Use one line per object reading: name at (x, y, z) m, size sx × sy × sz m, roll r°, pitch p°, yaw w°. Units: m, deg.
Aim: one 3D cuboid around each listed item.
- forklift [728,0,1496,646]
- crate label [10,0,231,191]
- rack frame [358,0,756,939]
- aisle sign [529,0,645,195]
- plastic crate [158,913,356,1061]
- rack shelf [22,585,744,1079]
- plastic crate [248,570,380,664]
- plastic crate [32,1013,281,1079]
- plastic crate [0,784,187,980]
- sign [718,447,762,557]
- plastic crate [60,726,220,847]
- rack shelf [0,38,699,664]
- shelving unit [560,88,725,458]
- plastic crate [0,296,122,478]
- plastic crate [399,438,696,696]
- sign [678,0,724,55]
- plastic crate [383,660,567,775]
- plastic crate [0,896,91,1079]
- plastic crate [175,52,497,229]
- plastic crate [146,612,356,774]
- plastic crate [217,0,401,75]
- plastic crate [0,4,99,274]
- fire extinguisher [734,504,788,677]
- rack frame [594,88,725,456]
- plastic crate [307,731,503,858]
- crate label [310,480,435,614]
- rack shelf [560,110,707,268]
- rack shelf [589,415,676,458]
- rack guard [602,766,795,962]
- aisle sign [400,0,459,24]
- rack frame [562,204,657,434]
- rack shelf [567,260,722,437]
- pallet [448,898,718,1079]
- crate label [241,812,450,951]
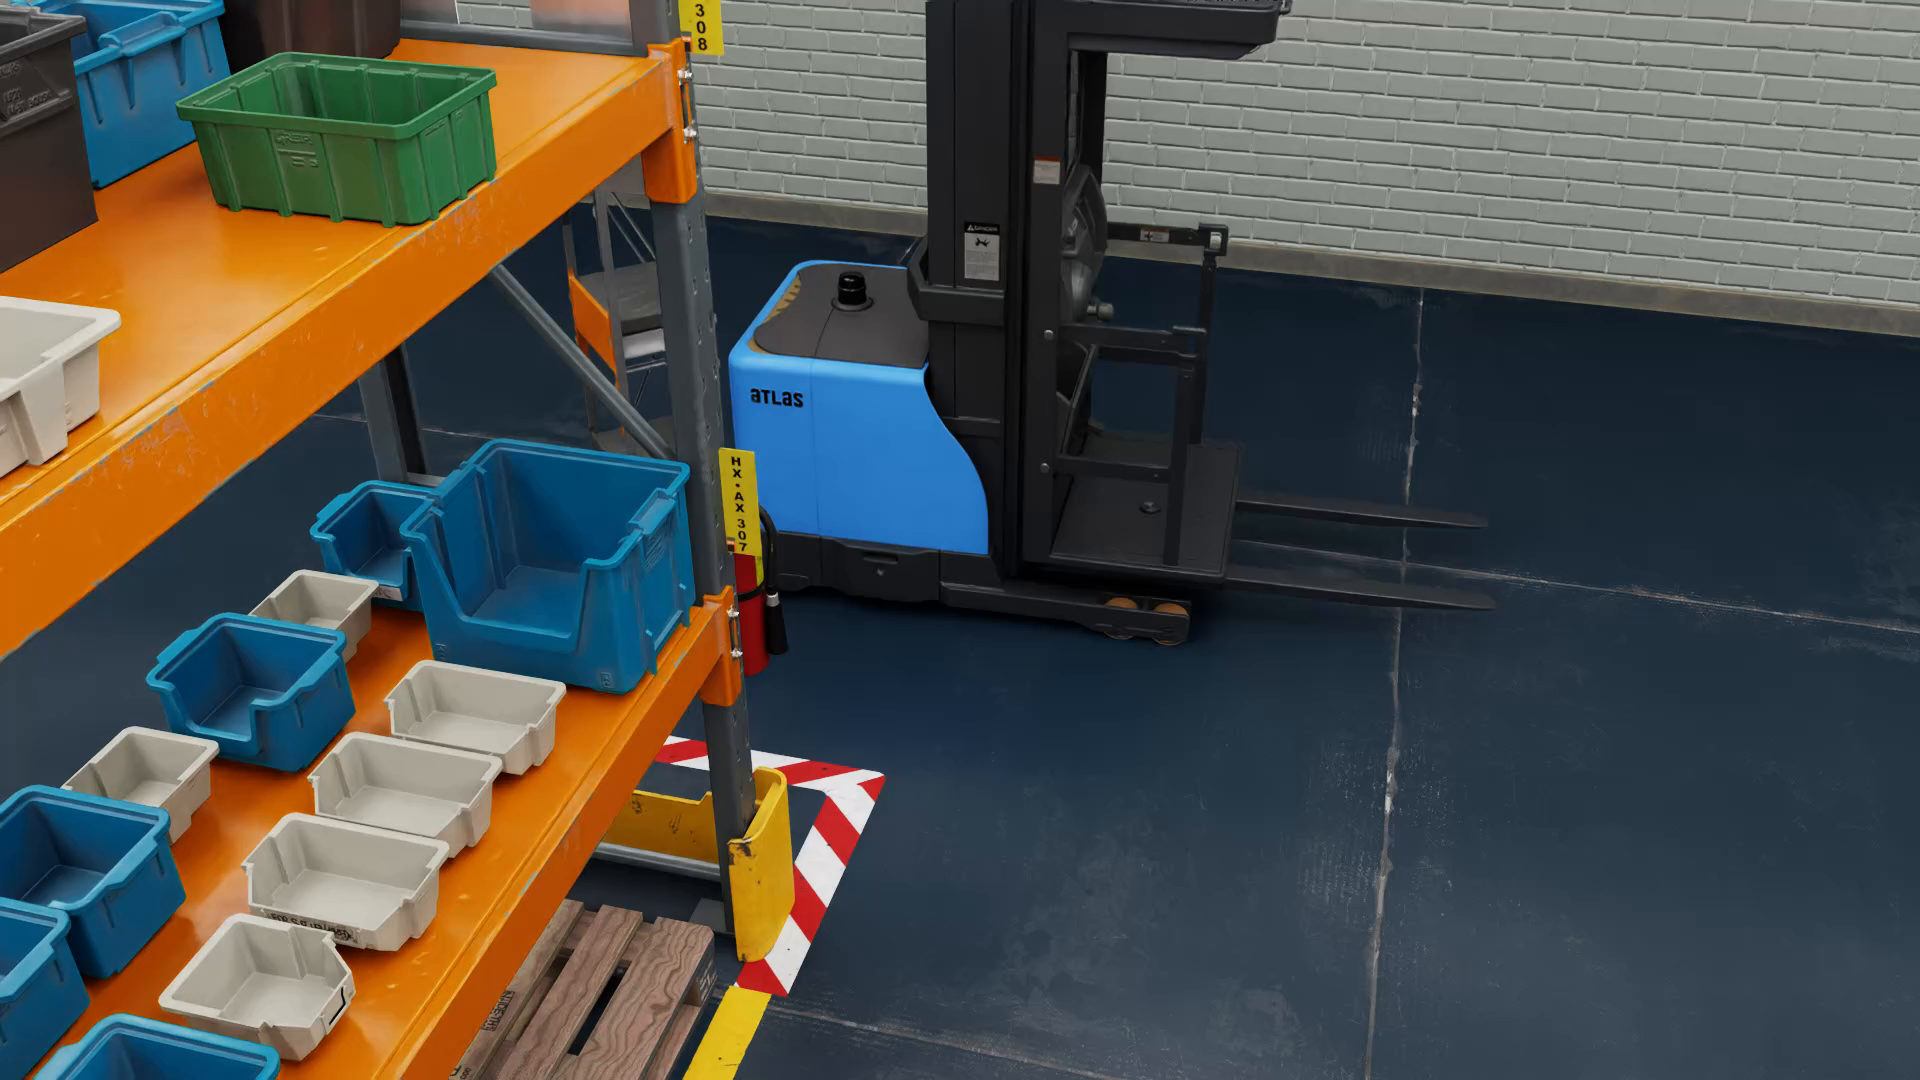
forklift at (0.659, -1.131, 6.297) m, size 3.031 × 2.935 × 1.130 m, roll 7°, pitch 33°, yaw 10°
crate label at (-1.671, -0.866, 3.158) m, size 0.408 × 0.251 × 0.502 m, roll 8°, pitch 33°, yaw 12°
rack frame at (-1.125, -0.097, 4.607) m, size 1.000 × 3.000 × 0.127 m, roll 8°, pitch 33°, yaw 12°
aisle sign at (-0.823, -1.192, 3.906) m, size 0.394 × 0.787 × 0.004 m, roll 8°, pitch 33°, yaw 12°
plastic crate at (-1.348, 0.889, 3.246) m, size 0.298 × 0.136 × 0.250 m, roll 8°, pitch 33°, yaw 12°
rack shelf at (-1.632, 1.244, 3.167) m, size 1.077 × 0.370 × 4.000 m, roll 8°, pitch 33°, yaw 12°
plastic crate at (-1.667, 0.227, 4.287) m, size 0.250 × 0.136 × 0.298 m, roll 8°, pitch 33°, yaw 12°
plastic crate at (-1.398, 1.049, 2.905) m, size 0.416 × 0.233 × 0.300 m, roll 8°, pitch 33°, yaw 12°
plastic crate at (-1.840, 0.715, 3.430) m, size 0.416 × 0.233 × 0.300 m, roll 8°, pitch 33°, yaw 12°
sign at (-0.588, -0.100, 4.459) m, size 0.100 × 0.325 × 0.005 m, roll 8°, pitch 33°, yaw 12°
plastic crate at (-1.839, 0.579, 3.733) m, size 0.250 × 0.136 × 0.298 m, roll 8°, pitch 33°, yaw 12°
rack shelf at (-1.632, -0.022, 2.363) m, size 1.077 × 0.370 × 4.000 m, roll 8°, pitch 33°, yaw 12°
shelving unit at (-1.241, -0.796, 6.544) m, size 0.431 × 2.100 × 0.503 m, roll -17°, pitch 36°, yaw -24°
plastic crate at (-1.409, -0.146, 2.133) m, size 0.437 × 0.136 × 0.530 m, roll 8°, pitch 33°, yaw 12°
plastic crate at (-1.029, 0.062, 4.268) m, size 0.616 × 0.435 × 0.499 m, roll 8°, pitch 33°, yaw 12°
sign at (-0.588, -1.252, 3.726) m, size 0.100 × 0.325 × 0.005 m, roll 8°, pitch 33°, yaw 12°
plastic crate at (-1.157, 0.437, 3.957) m, size 0.396 × 0.136 × 0.243 m, roll 8°, pitch 33°, yaw 12°
plastic crate at (-1.916, 0.870, 3.185) m, size 0.416 × 0.233 × 0.300 m, roll 8°, pitch 33°, yaw 12°
plastic crate at (-1.099, -0.723, 2.993) m, size 0.450 × 0.188 × 0.336 m, roll 8°, pitch 33°, yaw 12°
plastic crate at (-1.673, 0.373, 3.967) m, size 0.416 × 0.233 × 0.300 m, roll 8°, pitch 33°, yaw 12°
plastic crate at (-1.492, -1.146, 3.583) m, size 0.497 × 0.269 × 0.590 m, roll 8°, pitch 33°, yaw 12°
plastic crate at (-1.778, -0.582, 2.631) m, size 0.504 × 0.338 × 0.767 m, roll 8°, pitch 33°, yaw 12°
fire extinguisher at (-0.647, 0.076, 4.754) m, size 0.296 × 0.674 × 0.183 m, roll 8°, pitch 33°, yaw 12°
rack frame at (-1.121, -0.682, 6.364) m, size 0.400 × 2.100 × 0.015 m, roll -17°, pitch 36°, yaw -24°
plastic crate at (-1.244, 0.585, 3.724) m, size 0.396 × 0.136 × 0.243 m, roll 8°, pitch 33°, yaw 12°
crate label at (-1.506, 0.031, 4.505) m, size 0.416 × 0.233 × 0.303 m, roll 8°, pitch 33°, yaw 12°
rack shelf at (-1.241, -1.375, 6.176) m, size 0.431 × 0.518 × 0.480 m, roll -17°, pitch 36°, yaw -24°
rack shelf at (-1.240, -0.193, 6.927) m, size 0.431 × 0.518 × 0.480 m, roll -17°, pitch 36°, yaw -24°
rack guard at (-1.131, 0.943, 5.300) m, size 1.175 × 0.500 × 0.348 m, roll 8°, pitch 33°, yaw 12°
aisle sign at (-1.394, -1.272, 4.032) m, size 0.394 × 0.787 × 0.004 m, roll 8°, pitch 33°, yaw 12°
rack frame at (-1.361, -0.910, 6.723) m, size 0.400 × 2.100 × 0.015 m, roll -17°, pitch 36°, yaw -24°
rack shelf at (-1.241, -0.784, 6.551) m, size 0.431 × 0.518 × 0.480 m, roll -17°, pitch 36°, yaw -24°
pallet at (-1.372, 1.502, 4.690) m, size 1.003 × 0.211 × 1.213 m, roll 8°, pitch 33°, yaw 12°
crate label at (-1.291, 0.733, 3.491) m, size 0.396 × 0.136 × 0.243 m, roll 8°, pitch 33°, yaw 12°
